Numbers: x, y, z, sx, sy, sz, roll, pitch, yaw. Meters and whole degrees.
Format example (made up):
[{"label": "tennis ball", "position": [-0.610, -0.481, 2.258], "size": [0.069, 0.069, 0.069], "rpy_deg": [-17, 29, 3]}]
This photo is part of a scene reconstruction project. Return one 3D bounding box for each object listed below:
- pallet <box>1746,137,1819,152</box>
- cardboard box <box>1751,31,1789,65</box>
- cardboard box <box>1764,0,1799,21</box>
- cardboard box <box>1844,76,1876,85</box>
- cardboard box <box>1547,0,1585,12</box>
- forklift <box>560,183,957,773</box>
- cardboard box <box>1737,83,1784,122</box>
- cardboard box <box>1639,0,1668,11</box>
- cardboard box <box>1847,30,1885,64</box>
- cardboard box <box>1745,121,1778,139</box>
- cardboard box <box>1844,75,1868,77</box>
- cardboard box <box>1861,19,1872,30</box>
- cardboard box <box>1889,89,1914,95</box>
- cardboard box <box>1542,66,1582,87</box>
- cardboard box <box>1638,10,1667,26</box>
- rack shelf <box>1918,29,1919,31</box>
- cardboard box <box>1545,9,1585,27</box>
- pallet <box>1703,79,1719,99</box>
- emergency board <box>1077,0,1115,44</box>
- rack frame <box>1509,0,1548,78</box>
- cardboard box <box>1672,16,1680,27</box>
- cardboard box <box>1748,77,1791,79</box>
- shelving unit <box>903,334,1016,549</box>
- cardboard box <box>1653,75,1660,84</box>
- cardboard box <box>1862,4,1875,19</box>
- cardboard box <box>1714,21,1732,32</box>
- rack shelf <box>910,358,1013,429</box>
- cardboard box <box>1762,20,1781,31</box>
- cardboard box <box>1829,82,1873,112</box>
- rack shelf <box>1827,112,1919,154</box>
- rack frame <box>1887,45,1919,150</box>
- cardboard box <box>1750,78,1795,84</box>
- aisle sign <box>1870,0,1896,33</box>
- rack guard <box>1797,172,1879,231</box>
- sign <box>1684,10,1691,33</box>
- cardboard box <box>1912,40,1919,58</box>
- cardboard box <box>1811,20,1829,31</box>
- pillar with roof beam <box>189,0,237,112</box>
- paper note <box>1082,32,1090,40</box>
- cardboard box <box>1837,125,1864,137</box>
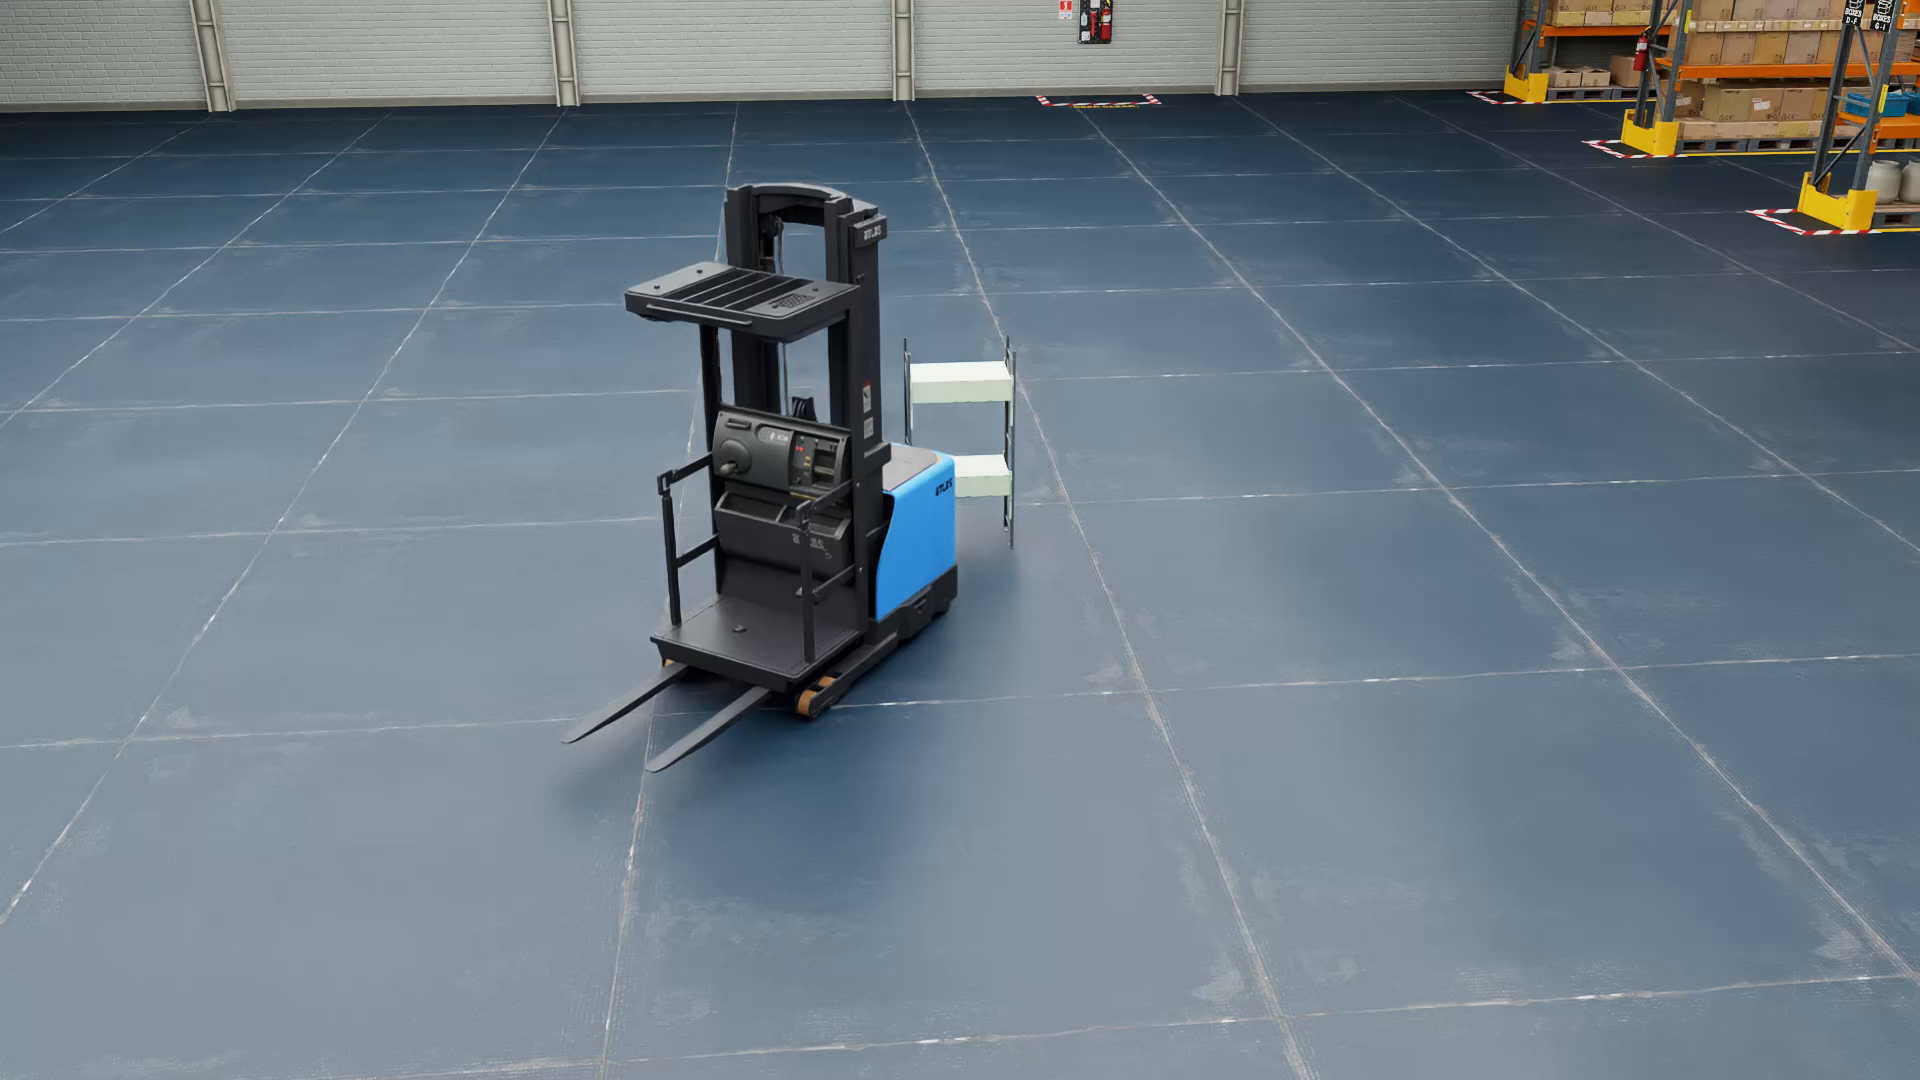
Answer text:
[{"label": "pallet", "position": [12.758, -6.334, 26.240], "size": [1.213, 0.211, 1.003], "rpy_deg": [-2, 24, -5]}, {"label": "cardboard box", "position": [12.272, -7.613, 25.562], "size": [0.500, 0.500, 0.700], "rpy_deg": [-2, 24, -5]}, {"label": "cardboard box", "position": [12.332, -8.211, 25.310], "size": [0.500, 0.500, 0.700], "rpy_deg": [-2, 24, -5]}, {"label": "cardboard box", "position": [14.278, -7.059, 26.384], "size": [0.500, 0.500, 0.500], "rpy_deg": [-2, 24, -5]}, {"label": "cardboard box", "position": [10.803, -9.696, 29.609], "size": [0.500, 0.500, 0.500], "rpy_deg": [-2, 24, -5]}, {"label": "forklift", "position": [-1.182, -0.492, 9.749], "size": [1.130, 2.935, 3.031], "rpy_deg": [13, 27, 27]}, {"label": "cardboard box", "position": [12.339, -6.769, 25.731], "size": [0.500, 0.500, 0.500], "rpy_deg": [-2, 24, -5]}, {"label": "cardboard box", "position": [12.323, -9.756, 29.742], "size": [0.500, 0.500, 0.500], "rpy_deg": [-2, 24, -3]}, {"label": "cardboard box", "position": [13.805, -7.675, 25.701], "size": [0.500, 0.500, 0.700], "rpy_deg": [-3, 24, -6]}, {"label": "cardboard box", "position": [12.340, -6.421, 25.872], "size": [0.500, 0.250, 0.500], "rpy_deg": [-2, 24, -5]}, {"label": "cardboard box", "position": [16.533, -8.839, 30.979], "size": [0.500, 0.500, 0.700], "rpy_deg": [-2, 24, -5]}, {"label": "cardboard box", "position": [13.752, -7.886, 25.378], "size": [0.250, 0.149, 0.380], "rpy_deg": [-2, 24, -5]}, {"label": "cardboard box", "position": [15.145, -6.997, 26.476], "size": [0.500, 0.311, 0.500], "rpy_deg": [-2, 24, -5]}, {"label": "cardboard box", "position": [10.996, -8.479, 30.402], "size": [0.500, 0.311, 0.500], "rpy_deg": [-5, 24, -11]}, {"label": "cardboard box", "position": [12.342, -9.411, 29.890], "size": [0.500, 0.250, 0.500], "rpy_deg": [-2, 24, -5]}, {"label": "rack shelf", "position": [16.270, -9.426, 30.650], "size": [4.000, 0.370, 1.077], "rpy_deg": [-2, 24, -5]}, {"label": "cardboard box", "position": [10.816, -9.347, 29.747], "size": [0.500, 0.250, 0.500], "rpy_deg": [-3, 24, -7]}, {"label": "pallet", "position": [13.614, -8.360, 30.798], "size": [1.213, 0.211, 1.003], "rpy_deg": [-2, 24, -5]}, {"label": "emergency board", "position": [2.476, -9.570, 30.088], "size": [0.643, 1.169, 0.194], "rpy_deg": [-2, 24, -5]}, {"label": "rack frame", "position": [10.299, -9.515, 29.965], "size": [0.127, 3.000, 1.000], "rpy_deg": [-2, 24, -5]}, {"label": "cardboard box", "position": [11.151, -7.948, 25.516], "size": [0.250, 0.149, 0.380], "rpy_deg": [-3, 24, -6]}, {"label": "cardboard box", "position": [15.010, -8.770, 30.824], "size": [0.500, 0.500, 0.700], "rpy_deg": [-1, 24, -3]}, {"label": "shelving unit", "position": [-0.007, -0.685, 11.945], "size": [0.755, 1.500, 0.431], "rpy_deg": [-2, 24, -5]}, {"label": "cardboard box", "position": [12.686, -8.518, 30.689], "size": [0.250, 0.149, 0.380], "rpy_deg": [-4, 24, -9]}, {"label": "cardboard box", "position": [13.826, -8.271, 25.444], "size": [0.500, 0.500, 0.700], "rpy_deg": [-2, 24, -5]}, {"label": "cardboard box", "position": [11.463, -7.796, 25.174], "size": [0.250, 0.149, 0.380], "rpy_deg": [-3, 24, -7]}, {"label": "rack shelf", "position": [-0.007, -1.042, 11.786], "size": [0.720, 0.370, 0.431], "rpy_deg": [-2, 24, -5]}, {"label": "cardboard box", "position": [12.228, -7.826, 25.242], "size": [0.250, 0.149, 0.380], "rpy_deg": [-3, 24, -7]}, {"label": "cardboard box", "position": [13.831, -6.829, 25.866], "size": [0.500, 0.500, 0.500], "rpy_deg": [-2, 24, -5]}, {"label": "rack shelf", "position": [13.263, -5.262, 21.282], "size": [4.000, 0.370, 1.077], "rpy_deg": [-2, 24, -5]}, {"label": "rack frame", "position": [14.770, -7.673, 25.820], "size": [0.127, 3.000, 1.000], "rpy_deg": [-2, 24, -5]}, {"label": "cardboard box", "position": [12.785, -6.998, 26.247], "size": [0.500, 0.500, 0.500], "rpy_deg": [-2, 24, -5]}, {"label": "aisle sign", "position": [11.230, -6.578, 20.155], "size": [0.004, 0.787, 0.394], "rpy_deg": [-2, 24, -5]}, {"label": "rack guard", "position": [11.343, -4.391, 21.513], "size": [0.348, 0.500, 1.175], "rpy_deg": [-2, 24, -5]}, {"label": "sign", "position": [10.838, -7.721, 24.764], "size": [0.005, 0.325, 0.100], "rpy_deg": [-2, 24, -5]}, {"label": "cardboard box", "position": [15.256, -7.642, 25.934], "size": [0.500, 0.250, 0.500], "rpy_deg": [-1, 24, -2]}, {"label": "cardboard box", "position": [12.993, -7.856, 25.309], "size": [0.250, 0.149, 0.380], "rpy_deg": [-2, 24, -3]}, {"label": "pillar with roof beam", "position": [-12.550, -9.936, 23.526], "size": [0.400, 9.000, 9.100], "rpy_deg": [-2, 24, -5]}, {"label": "paper note", "position": [2.293, -9.189, 30.314], "size": [0.142, 0.148, 0.016], "rpy_deg": [-2, 24, -5]}, {"label": "cardboard box", "position": [13.831, -6.486, 26.017], "size": [0.500, 0.250, 0.500], "rpy_deg": [-2, 24, -5]}]
